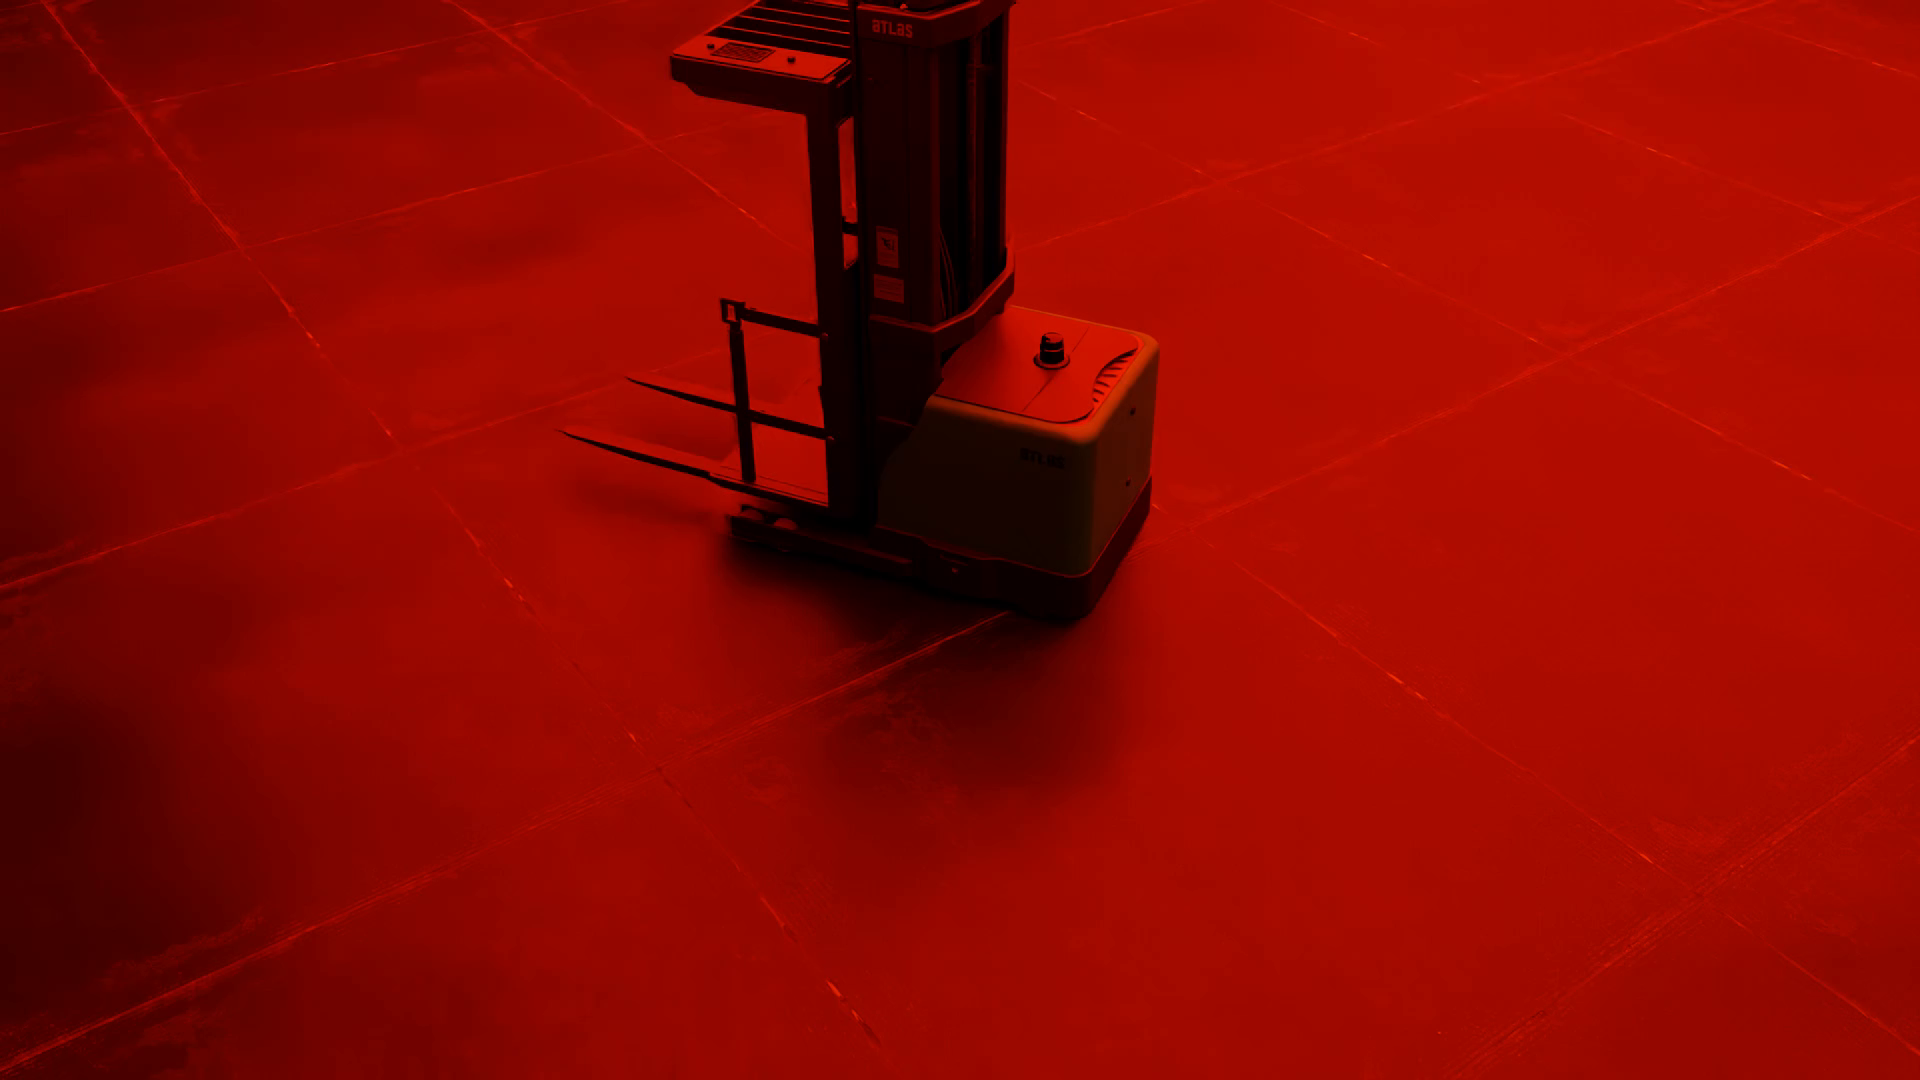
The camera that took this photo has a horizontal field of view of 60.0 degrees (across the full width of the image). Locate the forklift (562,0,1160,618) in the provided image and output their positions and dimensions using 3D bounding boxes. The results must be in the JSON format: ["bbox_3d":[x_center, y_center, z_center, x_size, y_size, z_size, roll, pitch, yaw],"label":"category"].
[{"bbox_3d":[-0.595,-1.390,7.824,3.031,2.935,1.130,15,39,19],"label":"forklift"}]

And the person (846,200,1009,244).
[{"bbox_3d":[-0.129,-1.376,9.127,1.236,1.339,0.930,-18,40,-23],"label":"person"}]
